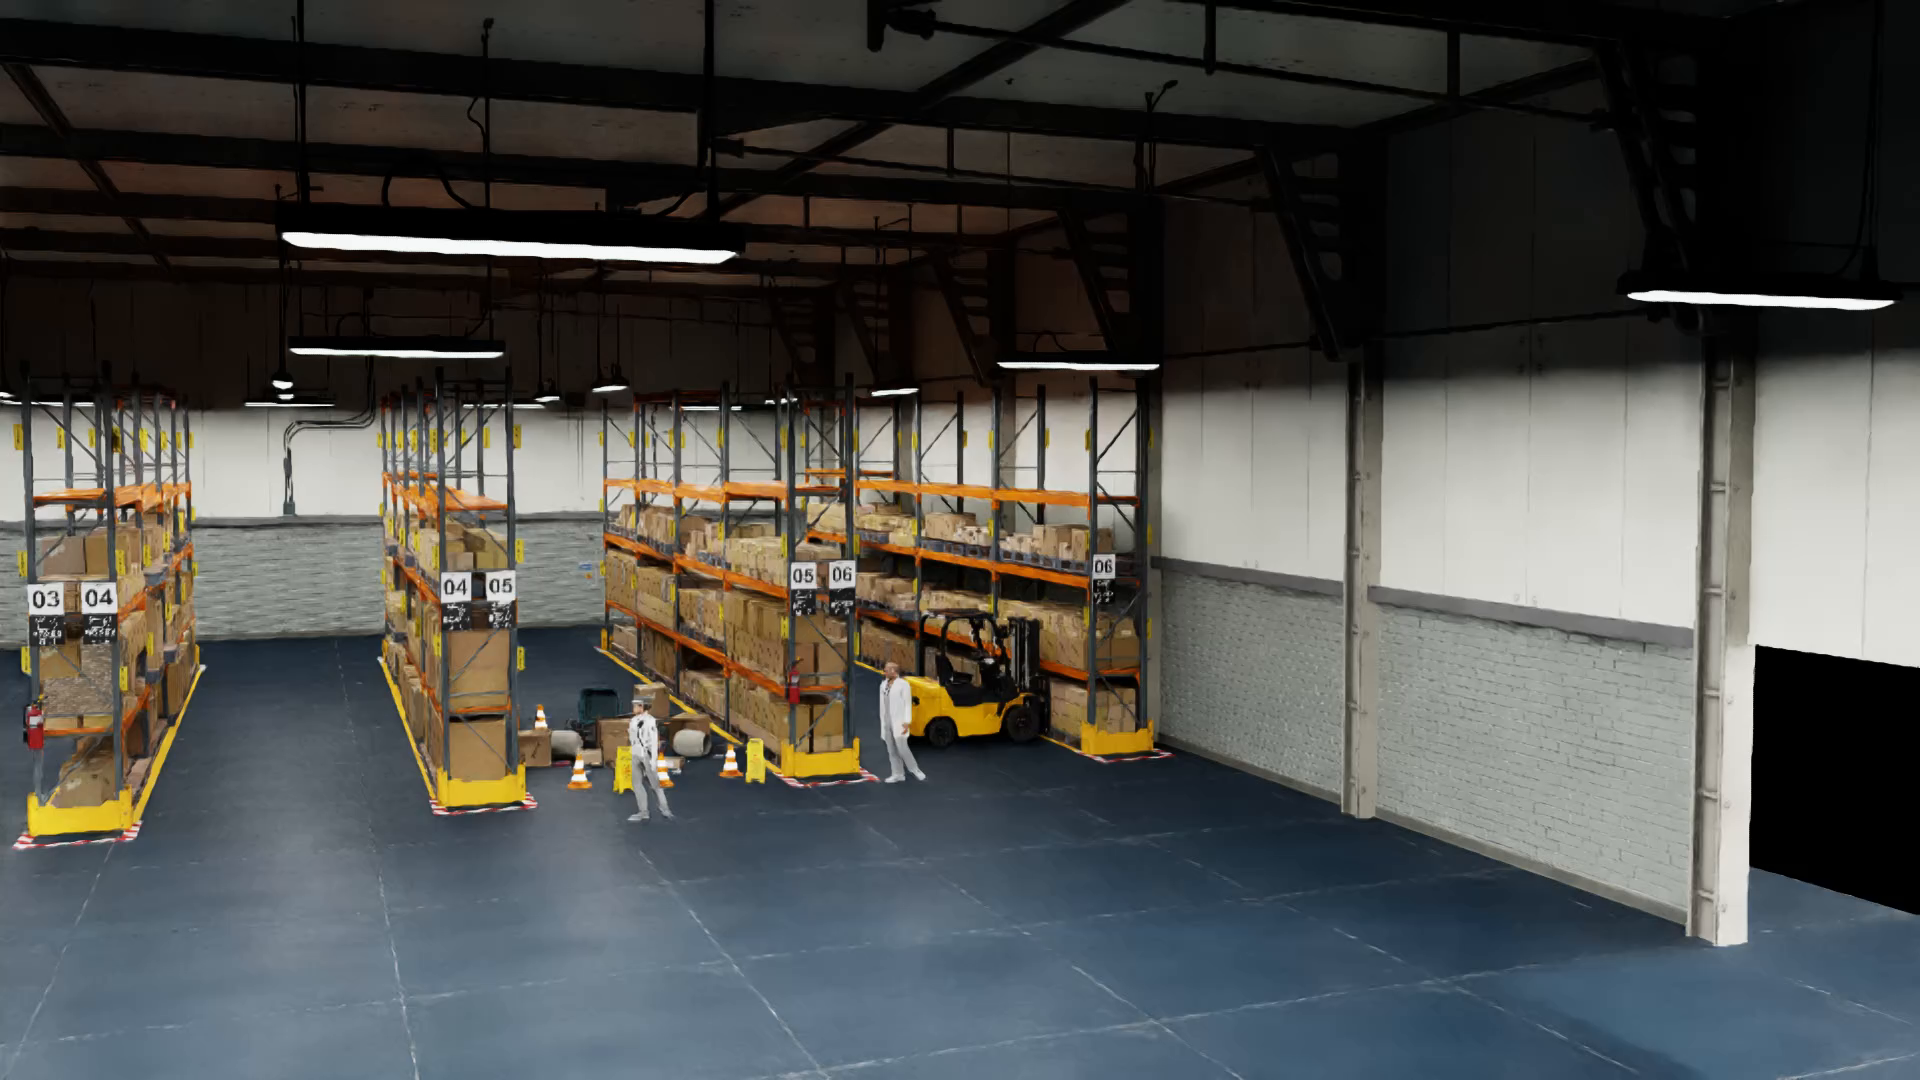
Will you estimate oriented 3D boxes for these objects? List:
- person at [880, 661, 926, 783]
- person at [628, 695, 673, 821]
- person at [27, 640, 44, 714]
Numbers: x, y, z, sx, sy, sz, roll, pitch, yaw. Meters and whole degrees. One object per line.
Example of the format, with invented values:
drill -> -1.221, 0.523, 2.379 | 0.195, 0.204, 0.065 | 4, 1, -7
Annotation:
person -> -0.881, 2.649, 24.203 | 0.762, 1.771, 0.521 | 3, 4, 37
person -> -4.112, 2.862, 21.967 | 0.569, 1.654, 0.522 | 3, 5, 41
person -> -16.825, 2.267, 30.399 | 0.594, 1.782, 0.678 | 0, 3, -1
